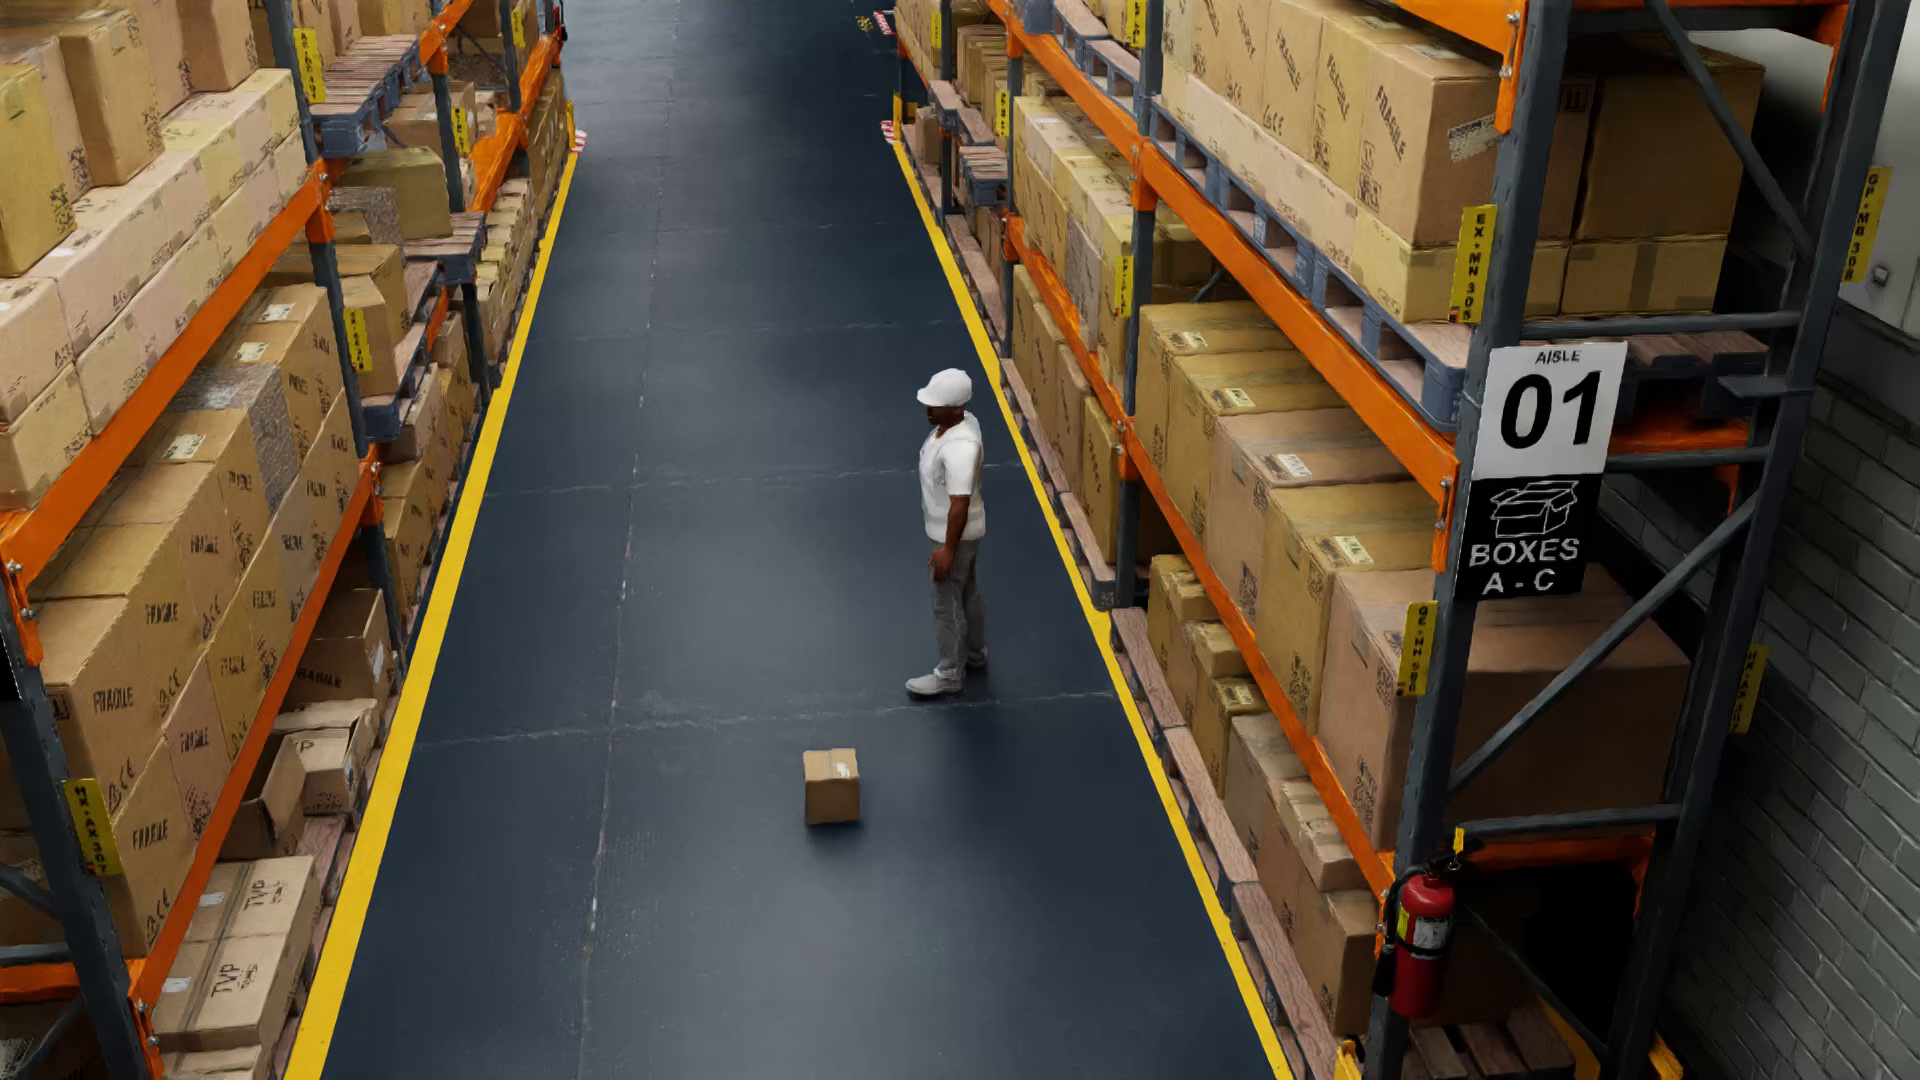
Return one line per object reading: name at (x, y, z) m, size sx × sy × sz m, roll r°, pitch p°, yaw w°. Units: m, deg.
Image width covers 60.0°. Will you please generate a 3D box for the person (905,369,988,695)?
person at (-0.069, -0.049, 8.631) m, size 0.434 × 1.759 × 0.640 m, roll 1°, pitch 27°, yaw 1°
